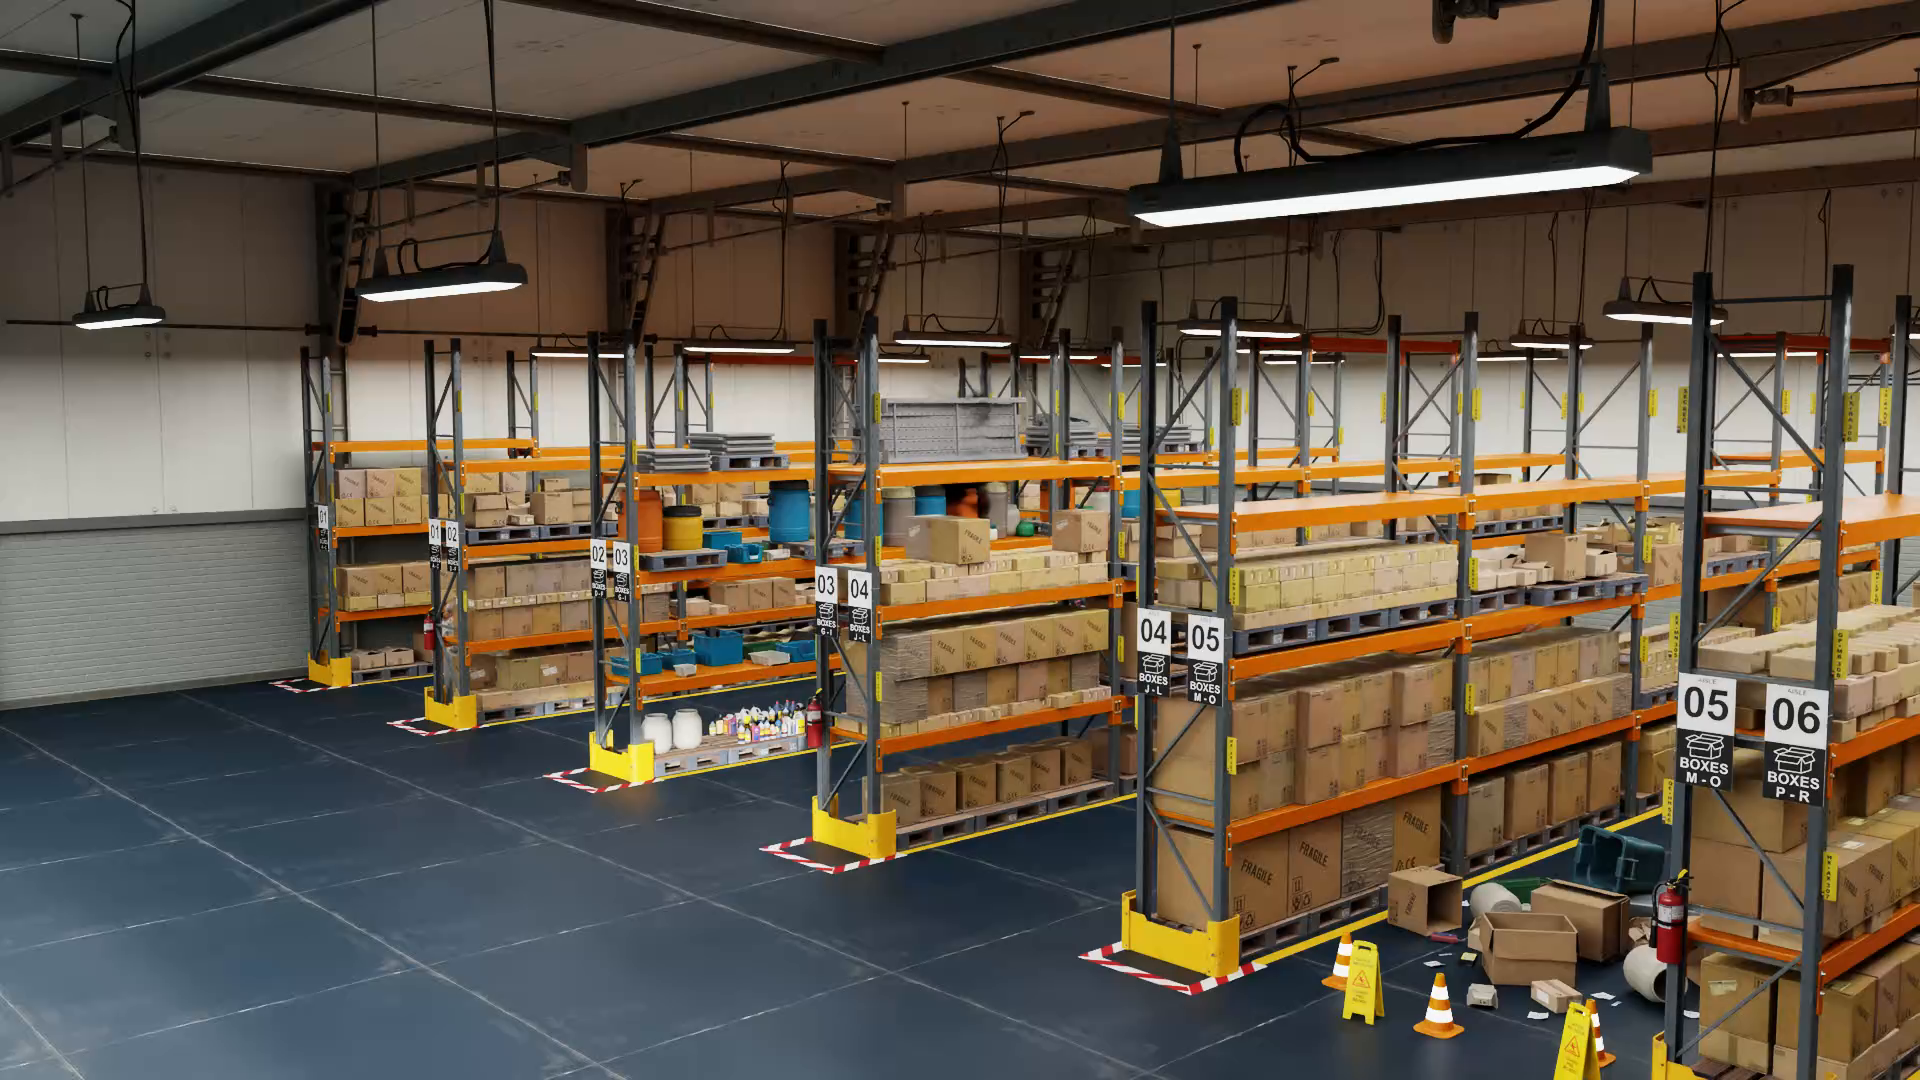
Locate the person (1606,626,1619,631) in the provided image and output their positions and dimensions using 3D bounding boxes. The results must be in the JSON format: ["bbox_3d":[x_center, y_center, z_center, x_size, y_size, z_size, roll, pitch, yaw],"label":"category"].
[{"bbox_3d":[9.515,2.160,24.328,0.783,1.818,0.670,-5,7,-42],"label":"person"}]

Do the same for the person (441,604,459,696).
[{"bbox_3d":[-8.559,1.897,27.875,0.607,1.659,0.849,3,6,35],"label":"person"}]

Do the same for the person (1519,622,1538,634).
[{"bbox_3d":[8.752,2.029,25.765,0.582,1.727,0.652,-5,7,-44],"label":"person"}]
